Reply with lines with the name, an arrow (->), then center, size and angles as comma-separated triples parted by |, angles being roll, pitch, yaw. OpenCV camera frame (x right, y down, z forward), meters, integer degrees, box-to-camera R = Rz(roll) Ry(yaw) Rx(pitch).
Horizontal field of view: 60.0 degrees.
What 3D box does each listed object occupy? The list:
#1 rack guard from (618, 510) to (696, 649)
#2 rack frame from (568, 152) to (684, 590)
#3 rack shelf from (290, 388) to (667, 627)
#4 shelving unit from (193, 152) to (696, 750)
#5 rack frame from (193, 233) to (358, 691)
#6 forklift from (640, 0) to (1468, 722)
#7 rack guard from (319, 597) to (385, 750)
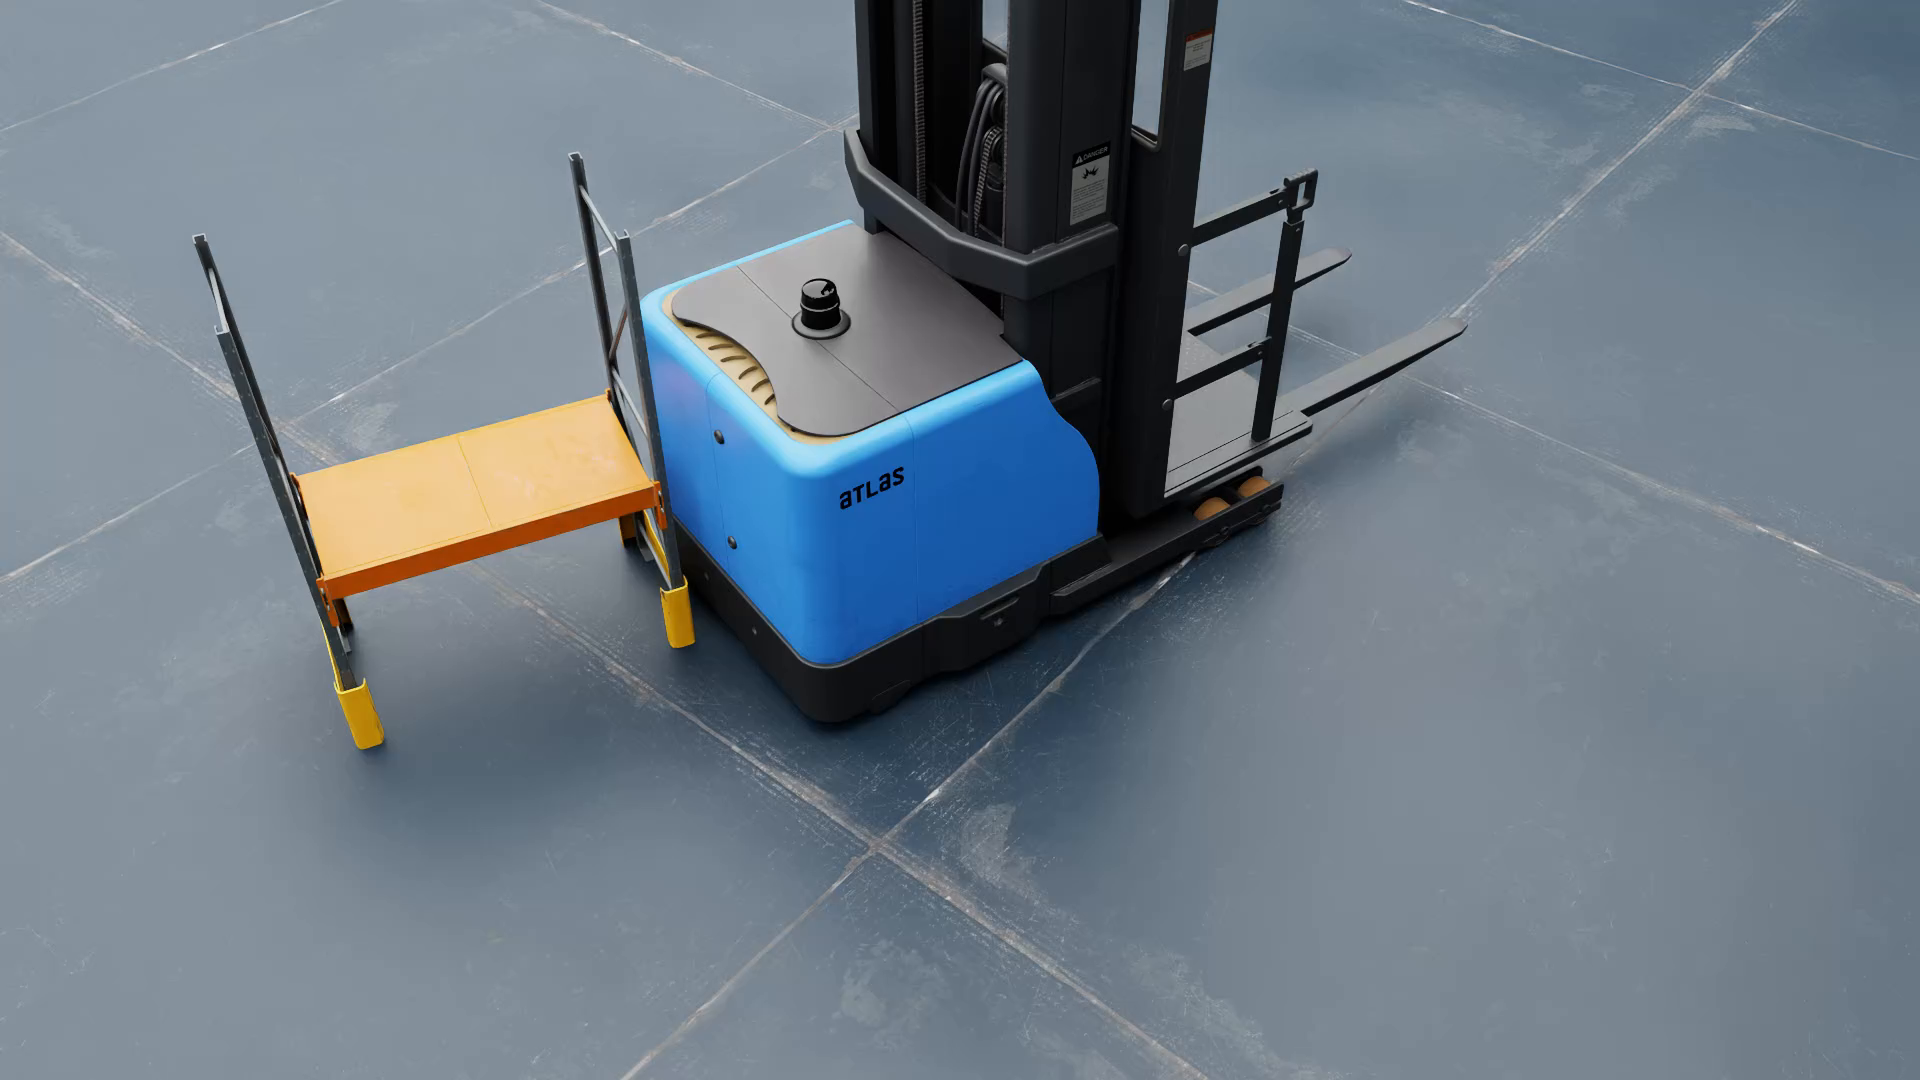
rack guard -> -1.012, 0.072, 5.485 | 0.087, 0.250, 0.587 | -18, 45, -18
rack frame -> -0.995, -0.396, 5.070 | 0.032, 1.500, 0.500 | -18, 45, -18
rack shelf -> -1.455, -0.117, 5.031 | 1.000, 0.185, 0.538 | -18, 45, -18
shelving unit -> -1.463, -0.247, 4.907 | 1.083, 1.500, 0.587 | -18, 45, -18
rack frame -> -1.914, -0.104, 4.750 | 0.032, 1.500, 0.500 | -18, 45, -18
forklift -> 0.508, -1.329, 5.033 | 3.031, 2.935, 1.130 | -26, 48, -25
rack guard -> -1.913, 0.358, 5.171 | 0.087, 0.250, 0.587 | -18, 45, -18
